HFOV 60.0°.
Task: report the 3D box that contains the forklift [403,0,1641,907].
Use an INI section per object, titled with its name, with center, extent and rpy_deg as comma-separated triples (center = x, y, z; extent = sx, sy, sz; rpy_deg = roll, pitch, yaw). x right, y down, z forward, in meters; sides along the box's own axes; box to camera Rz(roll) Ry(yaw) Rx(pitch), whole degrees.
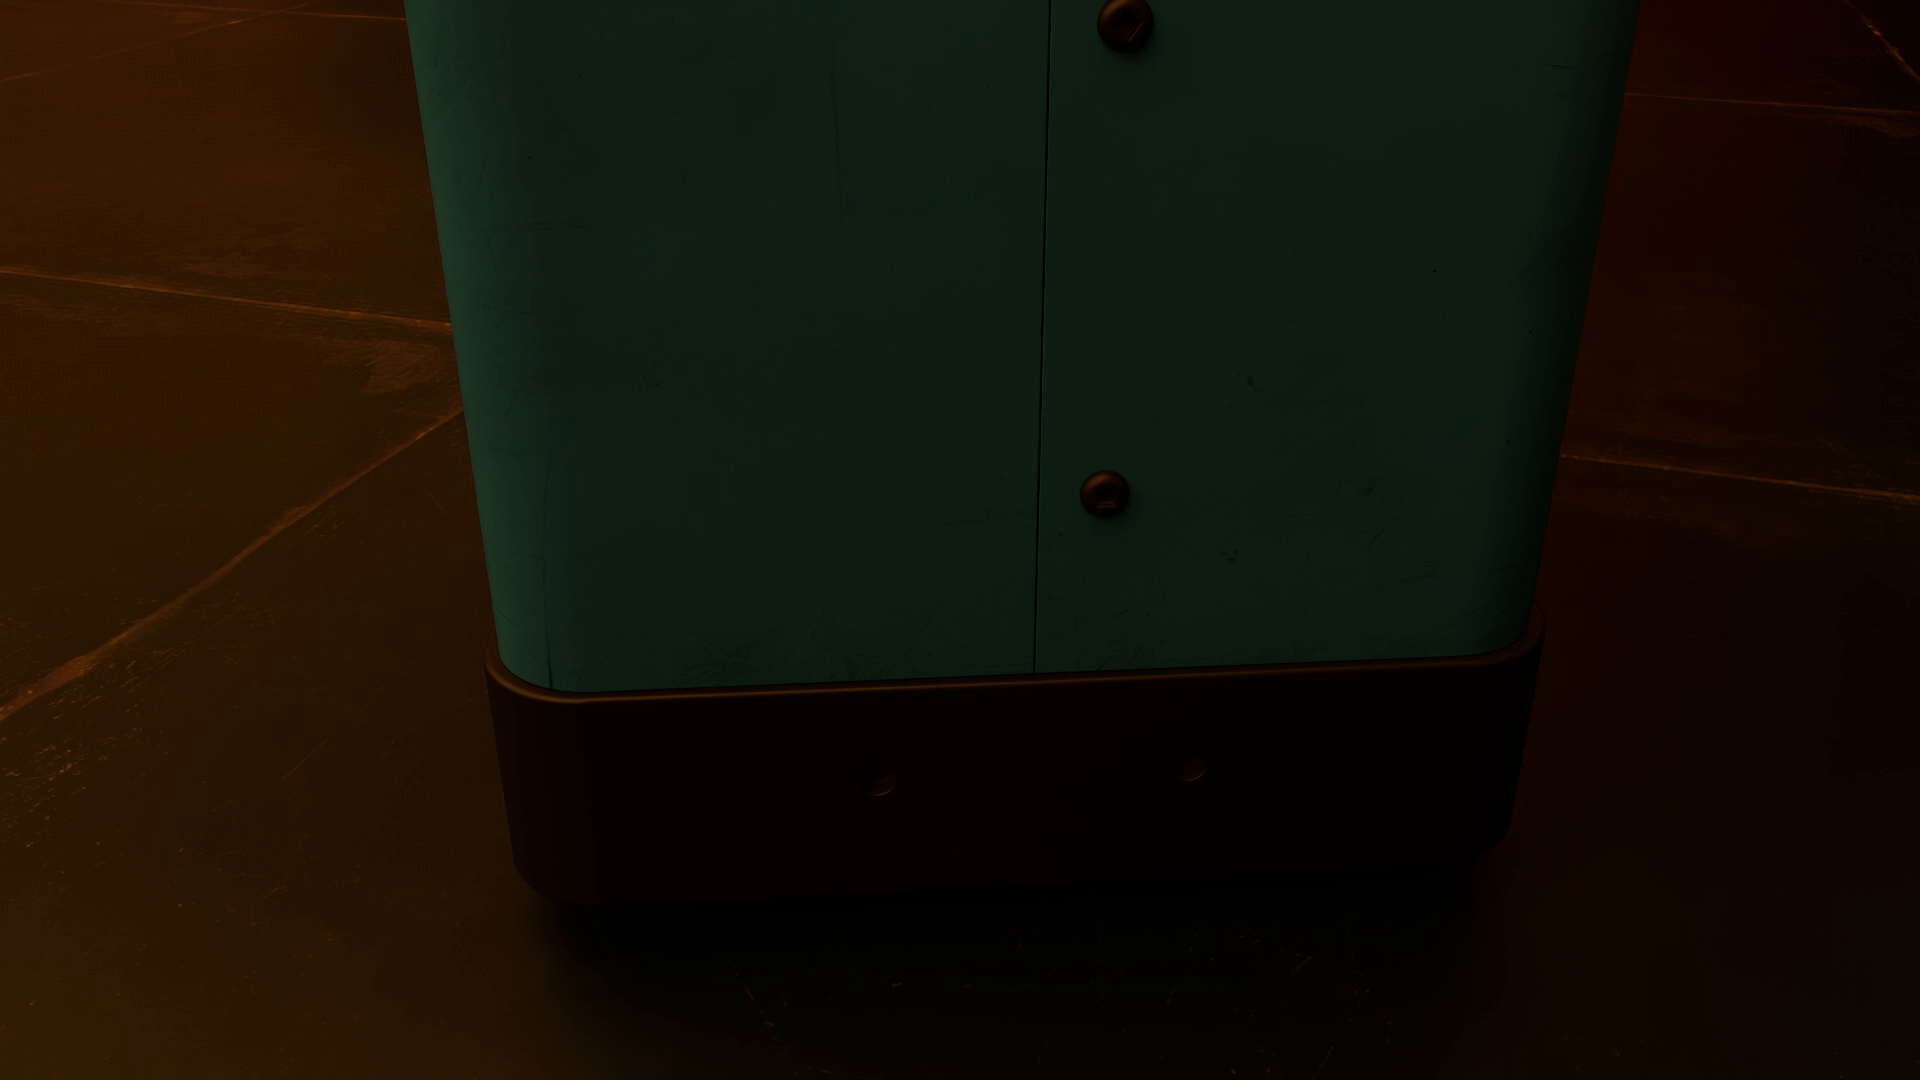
[forklift]
center = -0.048, -1.581, 2.374
extent = 1.130, 2.935, 3.031
rpy_deg = -2, 27, -4
